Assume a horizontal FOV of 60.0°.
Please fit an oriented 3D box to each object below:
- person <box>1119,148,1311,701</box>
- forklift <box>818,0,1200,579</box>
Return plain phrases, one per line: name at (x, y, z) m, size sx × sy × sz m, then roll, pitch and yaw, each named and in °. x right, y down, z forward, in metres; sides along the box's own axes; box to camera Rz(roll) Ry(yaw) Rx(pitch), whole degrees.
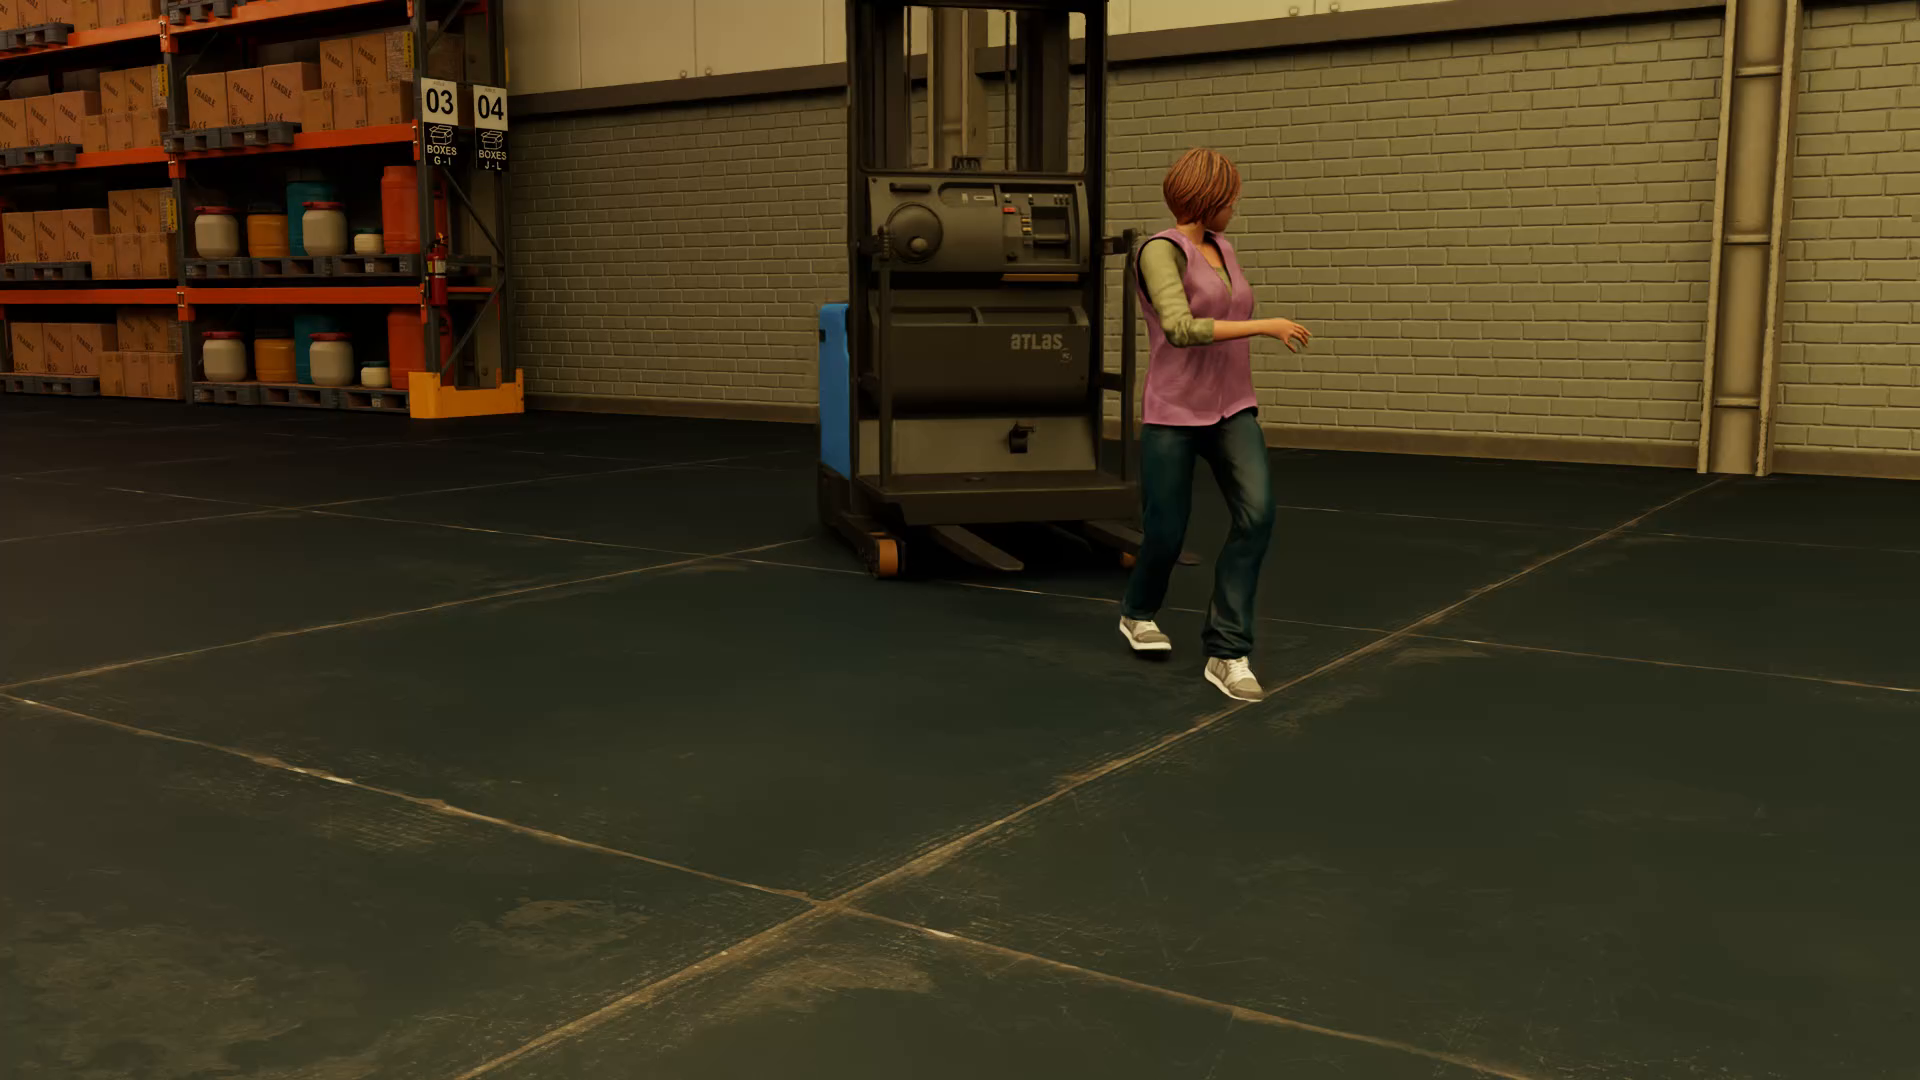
person at (0.694, -0.351, 4.812) m, size 0.428 × 1.527 × 0.826 m, roll -4°, pitch 9°, yaw -25°
forklift at (0.132, -1.353, 6.710) m, size 1.130 × 2.935 × 3.031 m, roll -2°, pitch 8°, yaw -13°
